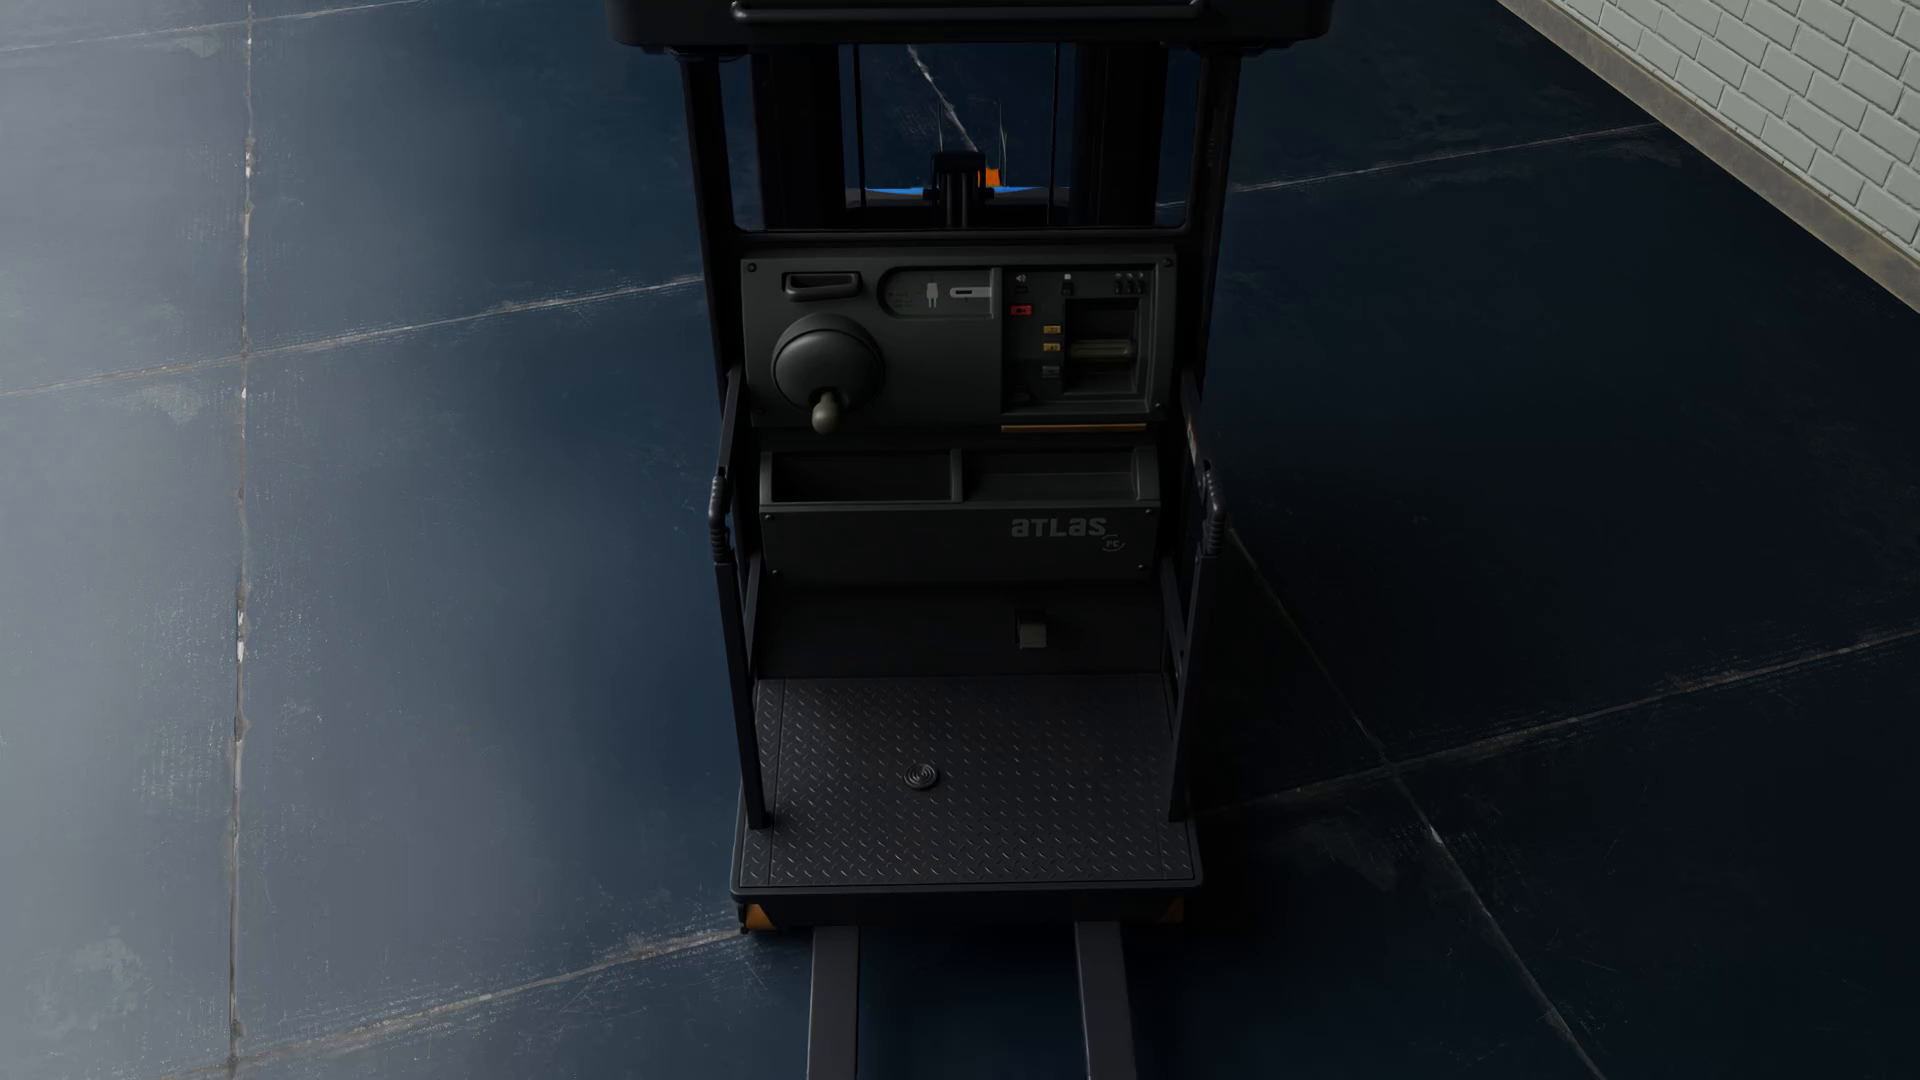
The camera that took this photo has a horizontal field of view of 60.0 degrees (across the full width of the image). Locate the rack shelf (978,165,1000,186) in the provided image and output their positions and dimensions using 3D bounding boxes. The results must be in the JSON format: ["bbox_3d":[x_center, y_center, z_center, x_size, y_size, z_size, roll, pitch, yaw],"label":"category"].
[{"bbox_3d":[0.036,-1.027,5.034,0.180,0.103,0.258,-2,41,-2],"label":"rack shelf"}]

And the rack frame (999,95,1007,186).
[{"bbox_3d":[0.127,-0.792,5.245,0.006,1.200,0.240,-2,41,-2],"label":"rack frame"}]

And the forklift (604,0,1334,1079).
[{"bbox_3d":[0.007,-0.349,3.422,1.130,2.935,3.031,-1,41,-1],"label":"forklift"}]

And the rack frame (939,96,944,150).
[{"bbox_3d":[-0.055,-0.786,5.238,0.006,1.200,0.240,-2,41,-2],"label":"rack frame"}]

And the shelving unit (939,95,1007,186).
[{"bbox_3d":[0.036,-0.789,5.241,0.189,1.200,0.258,-2,41,-2],"label":"shelving unit"}]
